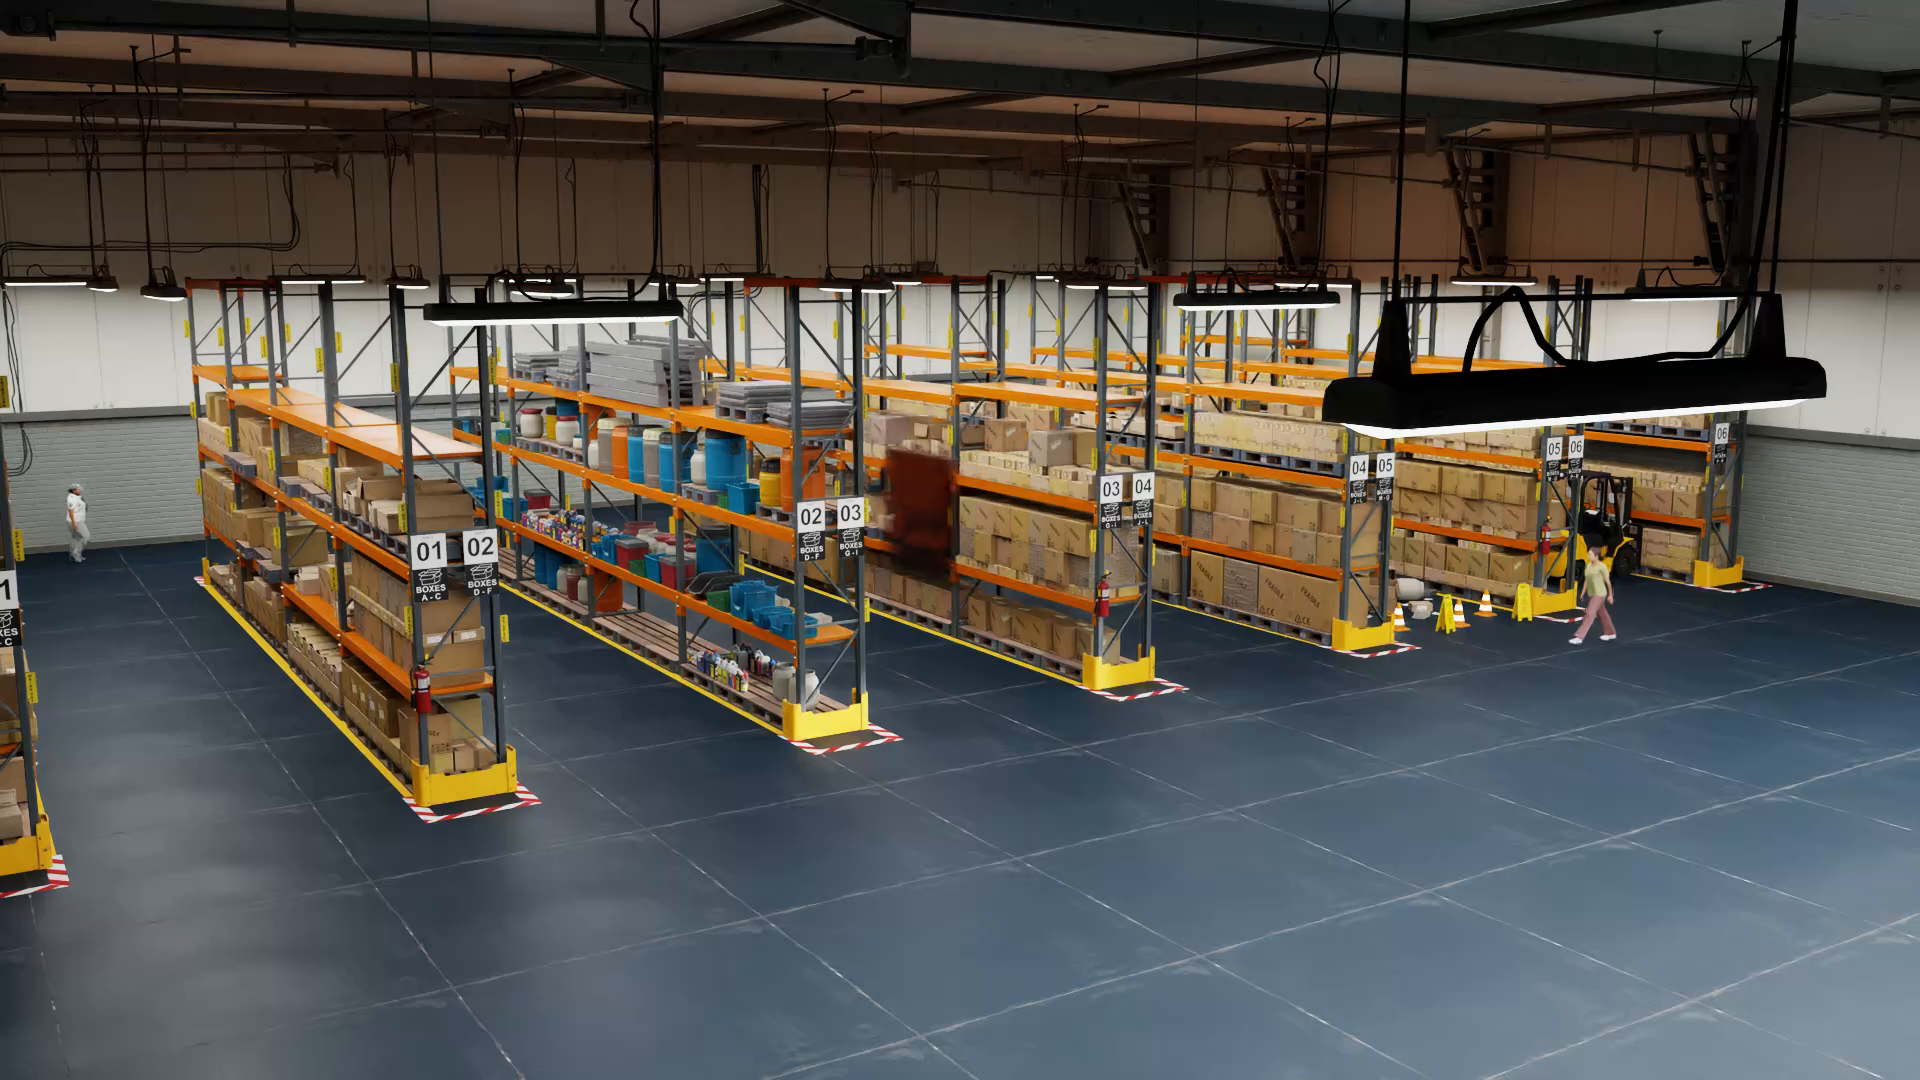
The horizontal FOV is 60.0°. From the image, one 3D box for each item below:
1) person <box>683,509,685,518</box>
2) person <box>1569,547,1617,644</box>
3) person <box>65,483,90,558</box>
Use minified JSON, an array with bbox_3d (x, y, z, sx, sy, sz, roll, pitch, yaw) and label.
[{"bbox_3d":[-6.511,-1.292,40.592,1.107,1.663,0.546,6,11,31],"label":"person"},{"bbox_3d":[10.532,0.903,27.659,1.025,1.597,0.488,-3,10,-17],"label":"person"},{"bbox_3d":[-18.668,-0.413,35.165,0.437,1.586,0.507,-5,11,-28],"label":"person"}]
